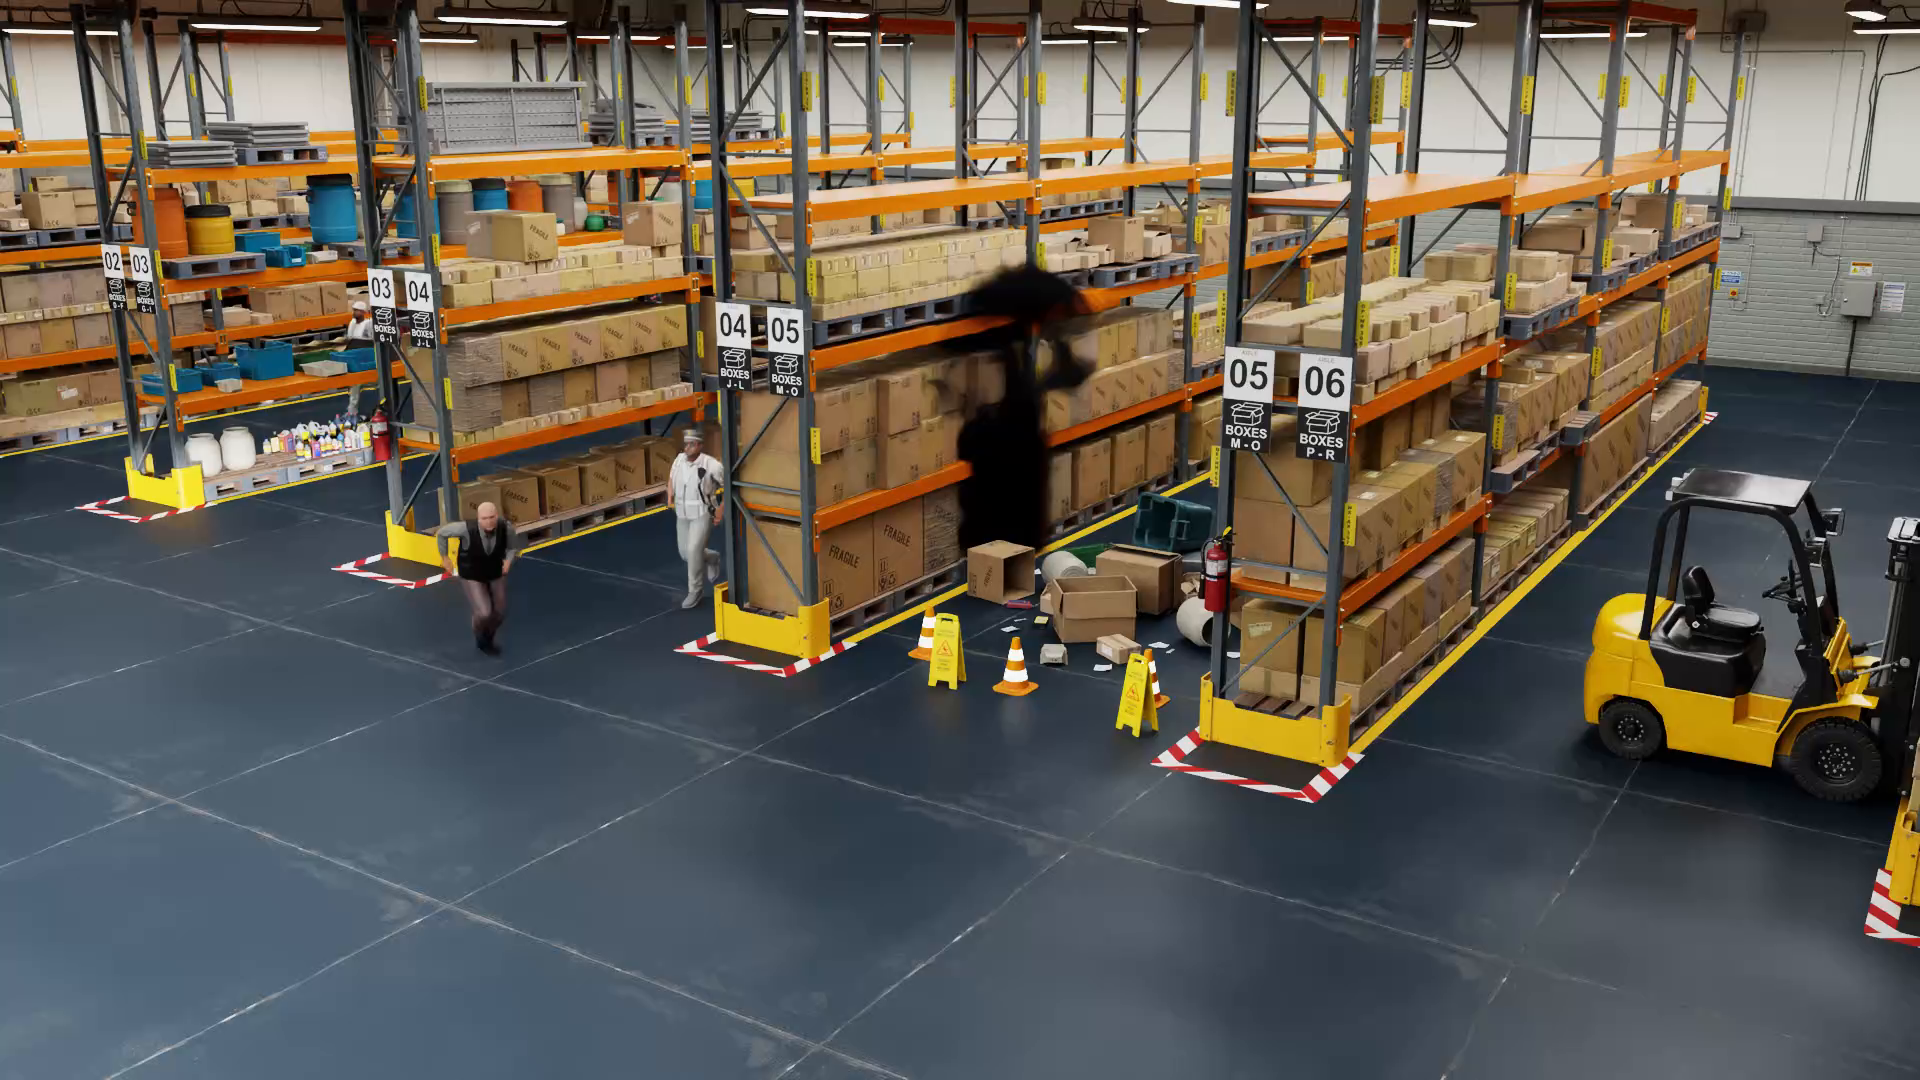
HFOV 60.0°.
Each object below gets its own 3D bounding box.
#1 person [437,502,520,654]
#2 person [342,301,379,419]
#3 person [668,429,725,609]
[{"bbox_3d":[-4.324,0.366,15.024,0.684,1.548,0.856,-9,18,-29],"label":"person"},{"bbox_3d":[-9.350,-2.857,26.116,0.682,1.794,0.990,9,18,29],"label":"person"},{"bbox_3d":[-2.644,-0.263,16.807,0.700,1.791,0.762,8,17,25],"label":"person"}]
